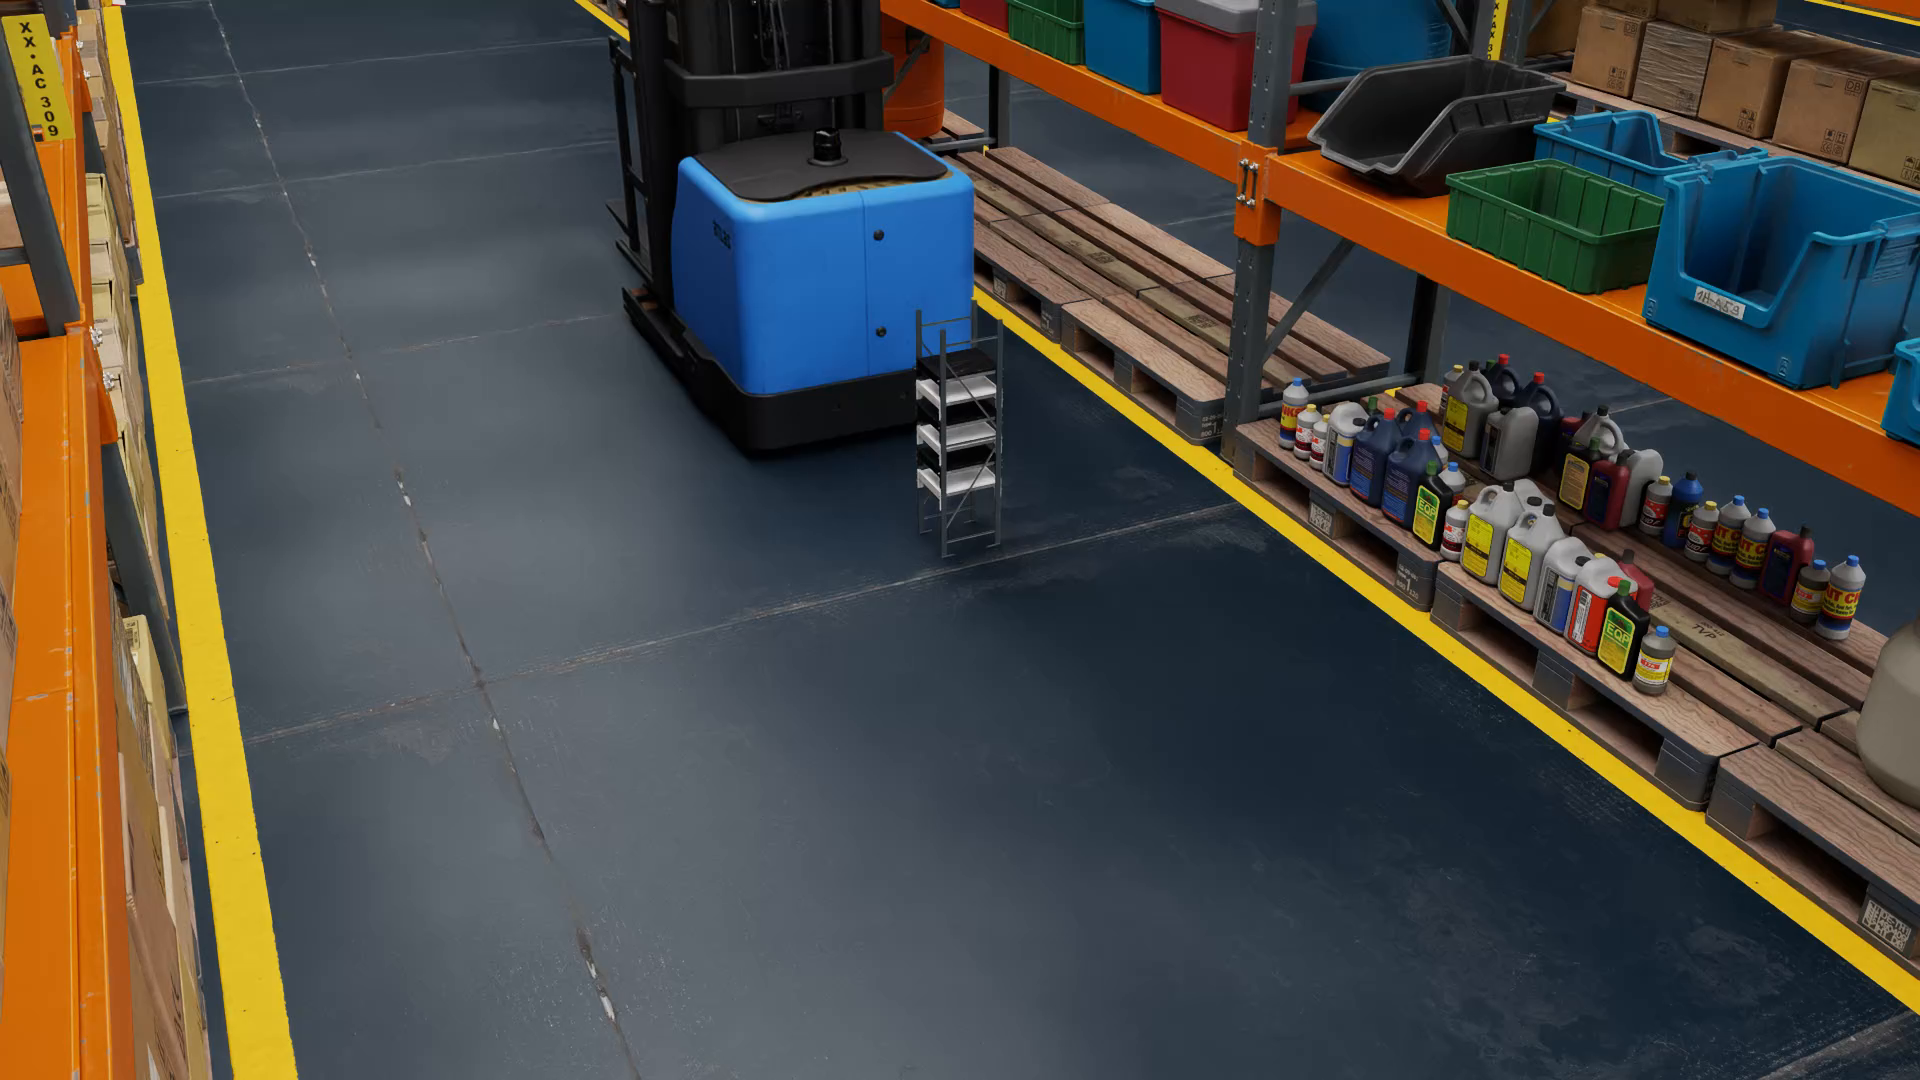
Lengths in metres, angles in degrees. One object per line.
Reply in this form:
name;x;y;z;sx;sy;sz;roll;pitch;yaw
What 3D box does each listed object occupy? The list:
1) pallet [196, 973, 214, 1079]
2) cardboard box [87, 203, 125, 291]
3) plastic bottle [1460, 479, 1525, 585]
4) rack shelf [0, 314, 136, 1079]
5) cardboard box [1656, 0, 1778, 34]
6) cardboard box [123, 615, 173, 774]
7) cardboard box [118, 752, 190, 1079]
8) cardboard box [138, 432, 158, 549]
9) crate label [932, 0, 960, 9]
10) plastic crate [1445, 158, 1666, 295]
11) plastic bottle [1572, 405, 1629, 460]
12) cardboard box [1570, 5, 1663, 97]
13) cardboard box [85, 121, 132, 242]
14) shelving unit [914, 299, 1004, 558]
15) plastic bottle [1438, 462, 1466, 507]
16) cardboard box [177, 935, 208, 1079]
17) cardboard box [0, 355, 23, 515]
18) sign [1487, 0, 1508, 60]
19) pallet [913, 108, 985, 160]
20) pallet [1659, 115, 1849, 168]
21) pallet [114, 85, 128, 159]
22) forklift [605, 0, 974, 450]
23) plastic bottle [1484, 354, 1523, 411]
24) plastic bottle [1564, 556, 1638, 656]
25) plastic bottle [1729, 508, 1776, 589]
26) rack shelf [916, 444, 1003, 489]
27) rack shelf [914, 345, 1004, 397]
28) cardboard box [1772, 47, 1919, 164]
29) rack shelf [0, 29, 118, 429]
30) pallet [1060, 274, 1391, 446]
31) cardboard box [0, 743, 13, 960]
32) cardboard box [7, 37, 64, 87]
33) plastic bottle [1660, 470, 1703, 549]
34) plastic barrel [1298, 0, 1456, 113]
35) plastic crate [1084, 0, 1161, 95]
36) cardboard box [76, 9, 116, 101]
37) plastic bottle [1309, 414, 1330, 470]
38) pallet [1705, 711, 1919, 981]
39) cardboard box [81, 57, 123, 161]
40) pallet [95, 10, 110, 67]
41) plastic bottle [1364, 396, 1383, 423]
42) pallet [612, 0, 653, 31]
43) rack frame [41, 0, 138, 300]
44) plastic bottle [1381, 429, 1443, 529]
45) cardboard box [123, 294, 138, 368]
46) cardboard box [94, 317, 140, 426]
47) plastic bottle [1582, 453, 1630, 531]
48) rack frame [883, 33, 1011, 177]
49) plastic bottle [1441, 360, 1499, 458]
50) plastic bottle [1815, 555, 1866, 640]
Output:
pallet;-2.098;1.429;3.486;1.003;0.211;1.213;-13;32;-22
cardboard box;-3.970;-1.275;7.265;0.500;0.311;0.500;-14;32;-23
plastic bottle;1.781;-0.047;5.526;0.144;0.351;0.185;-13;32;-22
rack shelf;-2.071;0.510;3.009;1.077;0.370;4.000;-13;32;-22
cardboard box;4.854;-3.439;10.656;0.500;0.250;0.500;-9;31;-16
cardboard box;-2.533;0.488;4.695;0.500;0.250;0.500;-13;32;-22
cardboard box;-1.883;0.822;3.332;0.500;0.500;0.500;-13;32;-22
cardboard box;-3.097;-0.127;5.792;0.500;0.250;0.500;-12;32;-21
crate label;0.011;-3.012;8.519;0.502;0.435;0.616;-13;32;-22
plastic crate;1.874;-0.974;5.137;0.450;0.188;0.662;-13;32;-22
plastic bottle;2.304;-0.311;5.996;0.144;0.351;0.185;-13;32;-22
cardboard box;4.608;-3.342;11.250;0.700;0.500;0.500;-15;33;-25
cardboard box;-4.584;-1.817;8.529;0.500;0.500;0.500;-12;31;-20
shelving unit;-0.003;-0.396;6.036;0.258;0.900;0.210;-13;32;-22
plastic bottle;1.696;-0.143;5.778;0.097;0.271;0.097;0;29;0
cardboard box;-1.884;1.149;3.515;0.500;0.250;0.500;-13;32;-22
cardboard box;-2.501;-0.304;3.624;0.700;0.500;0.500;-13;32;-22
sign;2.048;-1.957;6.390;0.100;0.325;0.005;-13;32;-22
pallet;-0.547;-2.616;10.699;1.003;0.211;1.213;-13;32;-22
pallet;5.156;-2.433;10.372;1.003;0.211;1.213;-13;32;-22
pallet;-5.980;-2.653;10.766;1.003;0.211;1.213;-13;32;-22
forklift;-1.002;-2.344;7.433;1.130;2.935;3.031;-13;32;-21
plastic bottle;2.083;-0.538;6.401;0.144;0.351;0.185;-14;32;-23
plastic bottle;1.996;0.201;5.159;0.152;0.276;0.135;-13;32;-22
plastic bottle;2.619;0.022;5.484;0.097;0.271;0.097;0;29;0
rack shelf;-0.003;-0.289;6.097;0.258;0.077;0.200;-13;32;-22
rack shelf;-0.003;-0.603;5.921;0.258;0.077;0.200;-13;32;-22
cardboard box;5.347;-2.605;9.934;0.700;0.500;0.500;-16;33;-26
rack shelf;-3.788;-1.257;6.160;1.077;0.370;4.000;-13;32;-22
pallet;1.174;-0.848;7.547;1.003;0.211;1.213;-13;32;-22
cardboard box;-1.839;0.376;2.411;0.700;0.500;0.500;-13;32;-22
cardboard box;-4.011;-2.005;7.016;0.380;0.149;0.250;-13;32;-22
plastic bottle;2.489;-0.112;5.722;0.097;0.271;0.097;0;29;0
plastic barrel;1.654;-2.178;6.556;0.600;0.901;0.708;-13;32;-22
plastic crate;0.792;-2.141;7.017;0.392;0.384;0.575;-13;32;-22
cardboard box;-5.893;-3.165;10.933;0.500;0.500;0.500;-13;32;-22
plastic bottle;1.374;-0.374;6.262;0.097;0.201;0.097;0;29;0
pallet;2.844;0.874;4.476;1.003;0.211;1.213;-13;32;-22
cardboard box;-5.253;-2.499;9.746;0.500;0.500;0.500;-14;32;-24
pallet;-7.185;-3.848;12.897;1.003;0.211;1.213;-13;32;-22
plastic bottle;1.546;-0.385;6.198;0.061;0.283;0.133;-13;32;-22
pallet;-2.239;-4.360;13.809;1.003;0.211;1.213;-13;32;-22
rack frame;-4.646;-2.454;7.560;1.000;3.000;0.127;-13;32;-22
plastic bottle;1.599;-0.235;5.861;0.144;0.351;0.185;-15;32;-24
cardboard box;-3.763;-0.807;7.004;0.500;0.250;0.500;-12;32;-21
cardboard box;-3.315;-0.601;6.064;0.500;0.311;0.500;-14;32;-24
plastic bottle;2.274;-0.186;5.842;0.061;0.283;0.133;-13;32;-22
rack frame;-0.171;-3.493;9.411;1.000;3.000;0.127;-13;32;-22
plastic bottle;1.953;-0.508;6.347;0.144;0.351;0.185;-13;32;-22
plastic bottle;2.766;0.173;5.214;0.097;0.271;0.097;0;29;0
